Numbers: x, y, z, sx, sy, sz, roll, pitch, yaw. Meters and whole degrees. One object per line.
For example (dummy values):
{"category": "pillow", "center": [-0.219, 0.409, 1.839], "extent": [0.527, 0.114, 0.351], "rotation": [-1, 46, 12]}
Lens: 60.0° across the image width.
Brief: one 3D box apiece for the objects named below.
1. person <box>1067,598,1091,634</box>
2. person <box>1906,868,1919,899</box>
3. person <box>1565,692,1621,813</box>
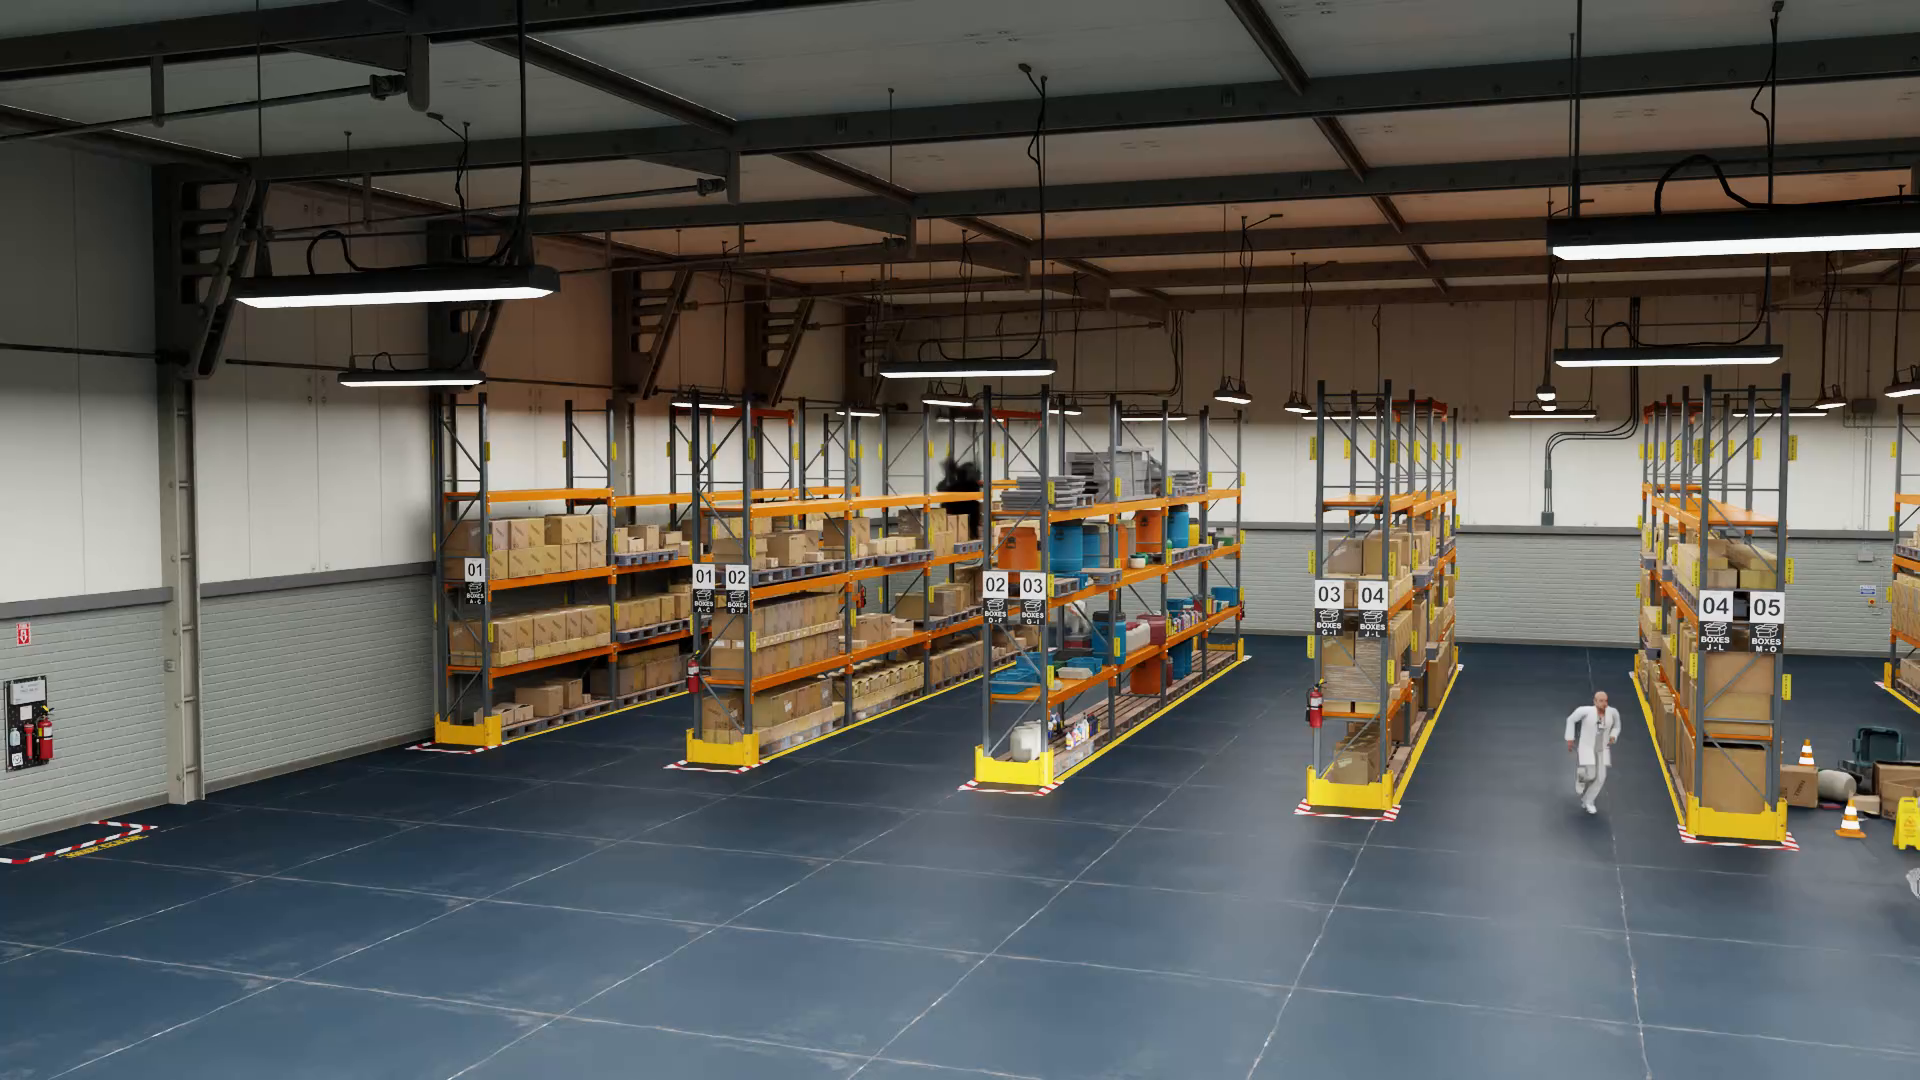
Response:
{"category": "person", "center": [2.983, 1.952, 41.945], "extent": [0.595, 1.645, 0.618], "rotation": [-2, 3, -29]}
{"category": "person", "center": [10.551, 3.219, 17.803], "extent": [0.665, 1.771, 0.917], "rotation": [-1, 3, -23]}
{"category": "person", "center": [8.818, 2.938, 23.152], "extent": [0.696, 1.688, 0.785], "rotation": [0, 3, -5]}
